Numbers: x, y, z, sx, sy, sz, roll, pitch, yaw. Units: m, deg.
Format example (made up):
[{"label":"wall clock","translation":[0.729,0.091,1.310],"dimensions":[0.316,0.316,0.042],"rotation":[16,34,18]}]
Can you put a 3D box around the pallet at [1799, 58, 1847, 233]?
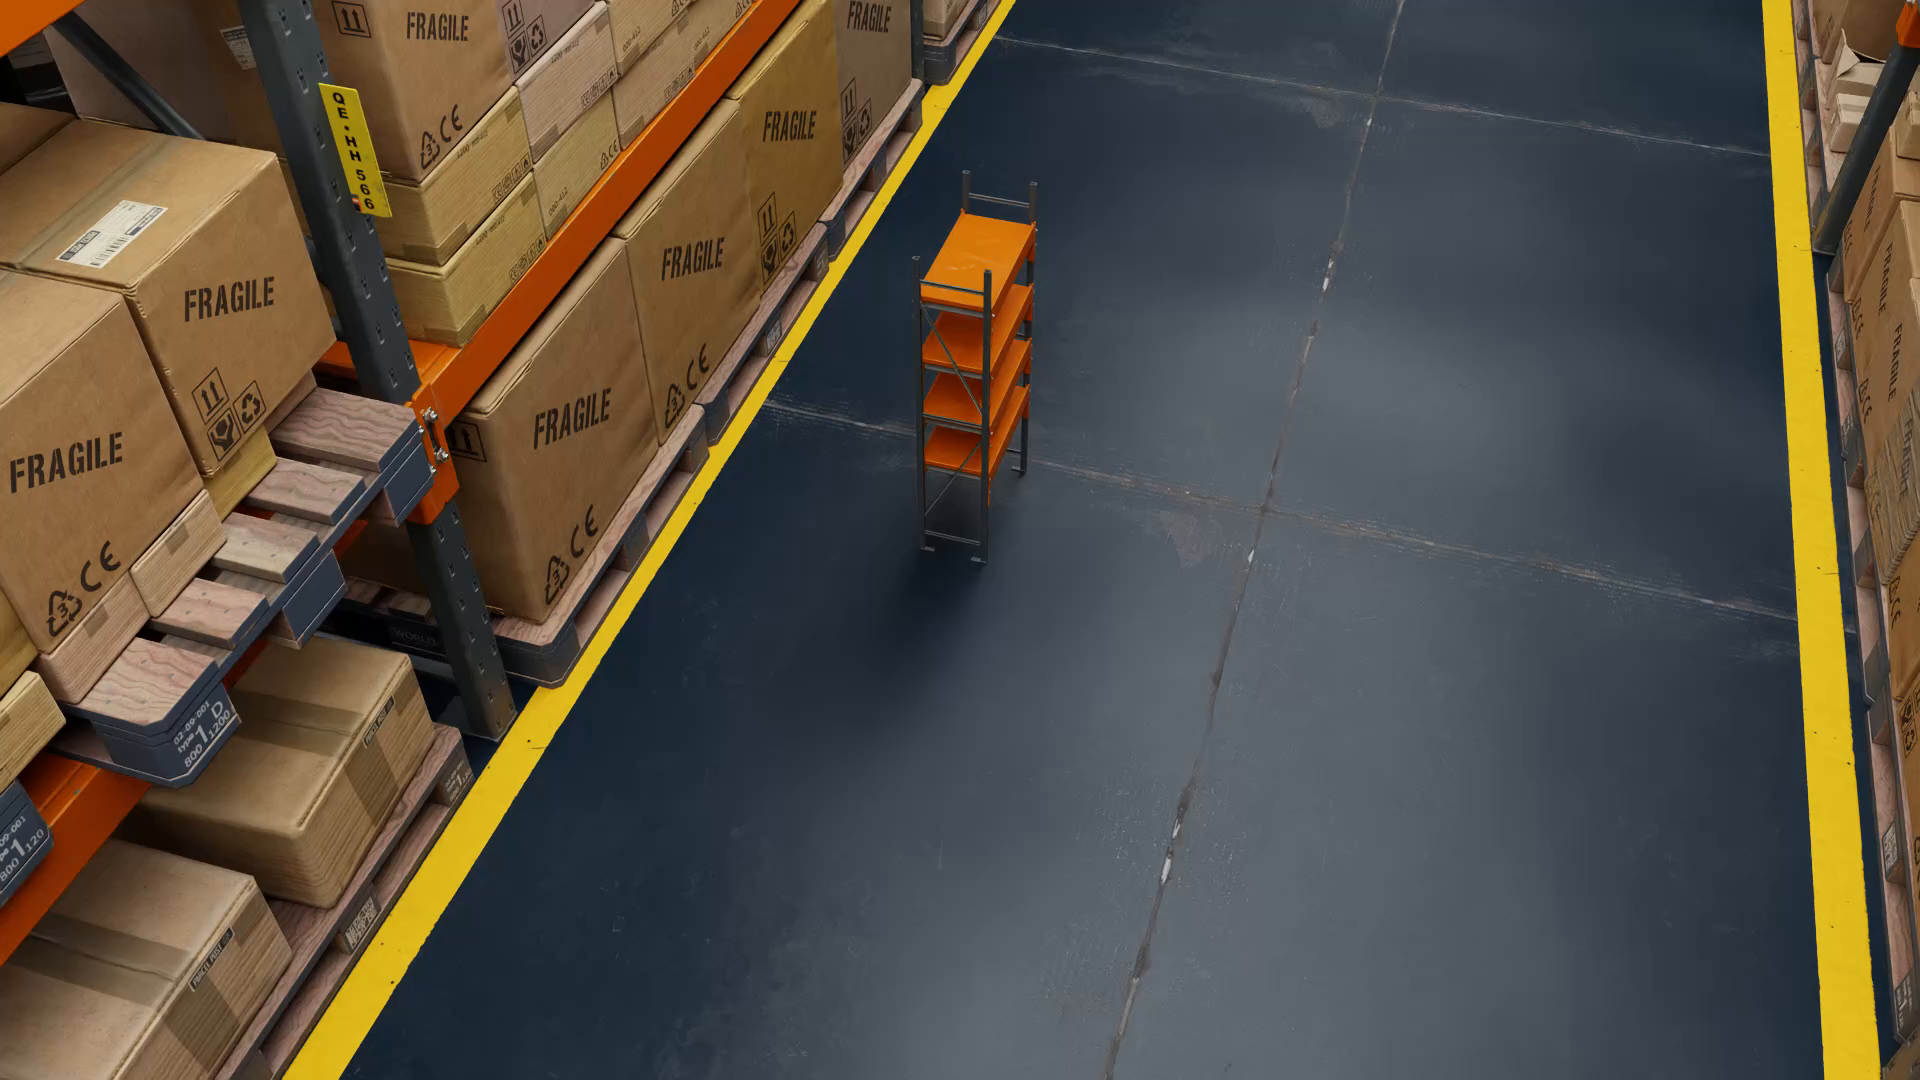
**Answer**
[{"label":"pallet","translation":[4.279,-1.669,7.304],"dimensions":[1.003,0.211,1.213],"rotation":[13,46,13]}]

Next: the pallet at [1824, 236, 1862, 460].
[{"label":"pallet","translation":[3.859,-0.661,6.275],"dimensions":[1.003,0.211,1.213],"rotation":[13,46,13]}]

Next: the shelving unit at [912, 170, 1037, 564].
[{"label":"shelving unit","translation":[0.050,-0.539,5.443],"dimensions":[0.258,1.200,0.503],"rotation":[13,46,13]}]

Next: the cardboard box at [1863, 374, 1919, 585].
[{"label":"cardboard box","translation":[3.239,-0.156,5.252],"dimensions":[0.500,0.500,0.500],"rotation":[11,45,11]}]

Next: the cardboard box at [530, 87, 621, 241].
[{"label":"cardboard box","translation":[-1.347,-1.156,4.894],"dimensions":[0.500,0.250,0.500],"rotation":[11,46,11]}]

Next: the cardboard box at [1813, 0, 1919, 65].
[{"label":"cardboard box","translation":[4.395,-2.490,7.636],"dimensions":[0.700,0.500,0.500],"rotation":[11,45,11]}]

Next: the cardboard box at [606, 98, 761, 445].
[{"label":"cardboard box","translation":[-1.311,-1.017,5.864],"dimensions":[0.875,0.875,0.875],"rotation":[13,46,13]}]

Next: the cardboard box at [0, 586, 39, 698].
[{"label":"cardboard box","translation":[-2.044,0.163,2.854],"dimensions":[0.500,0.500,0.500],"rotation":[10,45,10]}]

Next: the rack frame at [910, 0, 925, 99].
[{"label":"rack frame","translation":[-0.662,-3.257,6.933],"dimensions":[1.000,3.000,0.127],"rotation":[13,46,13]}]

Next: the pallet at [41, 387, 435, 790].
[{"label":"pallet","translation":[-1.988,-0.024,3.767],"dimensions":[1.213,0.211,1.003],"rotation":[13,46,13]}]

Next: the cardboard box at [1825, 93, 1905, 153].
[{"label":"cardboard box","translation":[3.959,-1.772,7.155],"dimensions":[0.380,0.149,0.250],"rotation":[11,45,11]}]

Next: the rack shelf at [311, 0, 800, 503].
[{"label":"rack shelf","translation":[-1.268,-1.666,5.823],"dimensions":[1.077,0.370,4.000],"rotation":[13,46,13]}]

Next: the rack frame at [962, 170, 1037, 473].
[{"label":"rack frame","translation":[0.124,-0.702,5.609],"dimensions":[0.240,1.200,0.015],"rotation":[13,46,13]}]

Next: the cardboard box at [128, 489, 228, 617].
[{"label":"cardboard box","translation":[-1.794,-0.011,3.496],"dimensions":[0.380,0.149,0.250],"rotation":[12,46,12]}]

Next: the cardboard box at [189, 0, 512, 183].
[{"label":"cardboard box","translation":[-1.491,-1.260,4.107],"dimensions":[0.500,0.500,0.500],"rotation":[11,45,11]}]

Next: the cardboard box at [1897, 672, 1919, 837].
[{"label":"cardboard box","translation":[2.943,0.543,4.537],"dimensions":[0.500,0.500,0.500],"rotation":[12,46,12]}]

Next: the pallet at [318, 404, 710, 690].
[{"label":"pallet","translation":[-1.563,-0.103,5.705],"dimensions":[1.003,0.211,1.213],"rotation":[13,46,13]}]

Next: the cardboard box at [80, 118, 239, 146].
[{"label":"cardboard box","translation":[-1.969,-1.092,4.471],"dimensions":[0.500,0.250,0.500],"rotation":[12,46,12]}]

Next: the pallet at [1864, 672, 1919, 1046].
[{"label":"pallet","translation":[3.121,0.966,4.612],"dimensions":[1.003,0.211,1.213],"rotation":[13,46,13]}]

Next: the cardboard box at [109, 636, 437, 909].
[{"label":"cardboard box","translation":[-2.054,0.573,4.598],"dimensions":[0.950,0.372,0.625],"rotation":[10,45,10]}]

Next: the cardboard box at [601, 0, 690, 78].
[{"label":"cardboard box","translation":[-1.164,-1.675,5.067],"dimensions":[0.500,0.250,0.500],"rotation":[12,46,12]}]

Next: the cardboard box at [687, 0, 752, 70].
[{"label":"cardboard box","translation":[-1.036,-1.834,5.587],"dimensions":[0.500,0.250,0.500],"rotation":[13,46,13]}]

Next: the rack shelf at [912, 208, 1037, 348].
[{"label":"rack shelf","translation":[0.050,-0.820,5.168],"dimensions":[0.258,0.148,0.480],"rotation":[13,46,13]}]

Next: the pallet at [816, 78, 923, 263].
[{"label":"pallet","translation":[-0.824,-1.730,7.367],"dimensions":[1.003,0.211,1.213],"rotation":[13,46,13]}]

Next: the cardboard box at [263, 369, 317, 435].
[{"label":"cardboard box","translation":[-1.748,-0.382,3.875],"dimensions":[0.380,0.149,0.250],"rotation":[14,46,14]}]

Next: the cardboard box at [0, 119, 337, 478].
[{"label":"cardboard box","translation":[-1.746,-0.521,3.553],"dimensions":[0.500,0.500,0.500],"rotation":[11,46,11]}]

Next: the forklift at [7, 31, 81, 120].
[{"label":"forklift","translation":[-3.492,-1.552,5.240],"dimensions":[3.031,2.935,1.130],"rotation":[-19,47,-18]}]

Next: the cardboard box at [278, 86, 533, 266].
[{"label":"cardboard box","translation":[-1.485,-1.001,4.378],"dimensions":[0.500,0.250,0.500],"rotation":[12,46,12]}]

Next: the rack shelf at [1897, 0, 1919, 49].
[{"label":"rack shelf","translation":[3.464,-0.618,4.751],"dimensions":[1.077,0.370,4.000],"rotation":[13,46,13]}]

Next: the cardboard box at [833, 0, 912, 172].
[{"label":"cardboard box","translation":[-0.774,-2.217,7.090],"dimensions":[0.875,0.875,0.875],"rotation":[14,46,14]}]

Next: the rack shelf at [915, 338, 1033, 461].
[{"label":"rack shelf","translation":[0.050,-0.491,5.490],"dimensions":[0.258,0.148,0.480],"rotation":[13,46,13]}]

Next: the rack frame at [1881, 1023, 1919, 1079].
[{"label":"rack frame","translation":[2.858,0.458,3.137],"dimensions":[1.000,3.000,0.127],"rotation":[13,46,13]}]

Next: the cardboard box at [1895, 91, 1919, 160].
[{"label":"cardboard box","translation":[3.707,-1.513,6.175],"dimensions":[0.380,0.149,0.250],"rotation":[15,46,14]}]

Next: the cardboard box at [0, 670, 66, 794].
[{"label":"cardboard box","translation":[-1.948,0.342,3.135],"dimensions":[0.380,0.149,0.250],"rotation":[13,46,13]}]

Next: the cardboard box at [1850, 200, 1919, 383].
[{"label":"cardboard box","translation":[3.557,-0.833,5.943],"dimensions":[0.500,0.500,0.500],"rotation":[12,46,12]}]
